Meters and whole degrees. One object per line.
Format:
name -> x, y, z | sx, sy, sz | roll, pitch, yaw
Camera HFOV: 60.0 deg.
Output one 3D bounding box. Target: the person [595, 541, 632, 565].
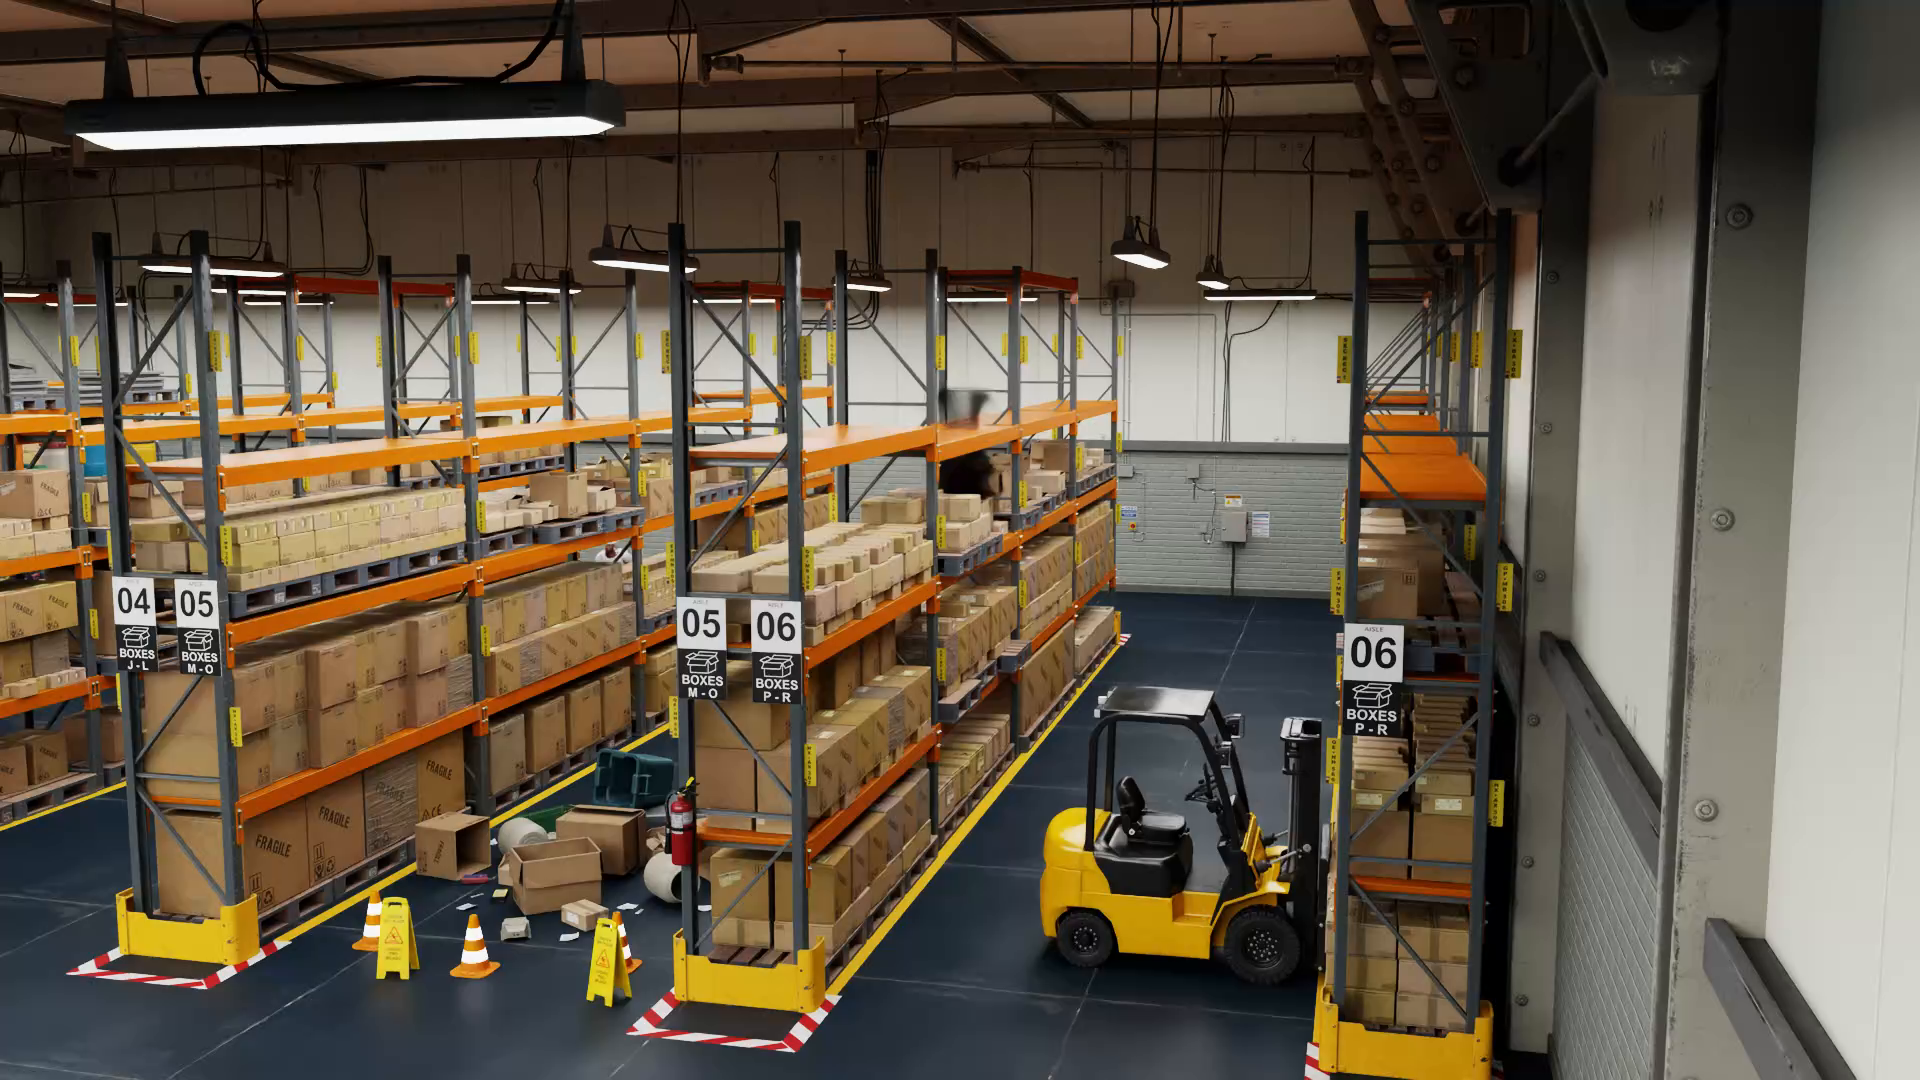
person -> -6.136, 0.748, 29.587 | 0.715, 1.651, 0.770 | 0, 7, 3
